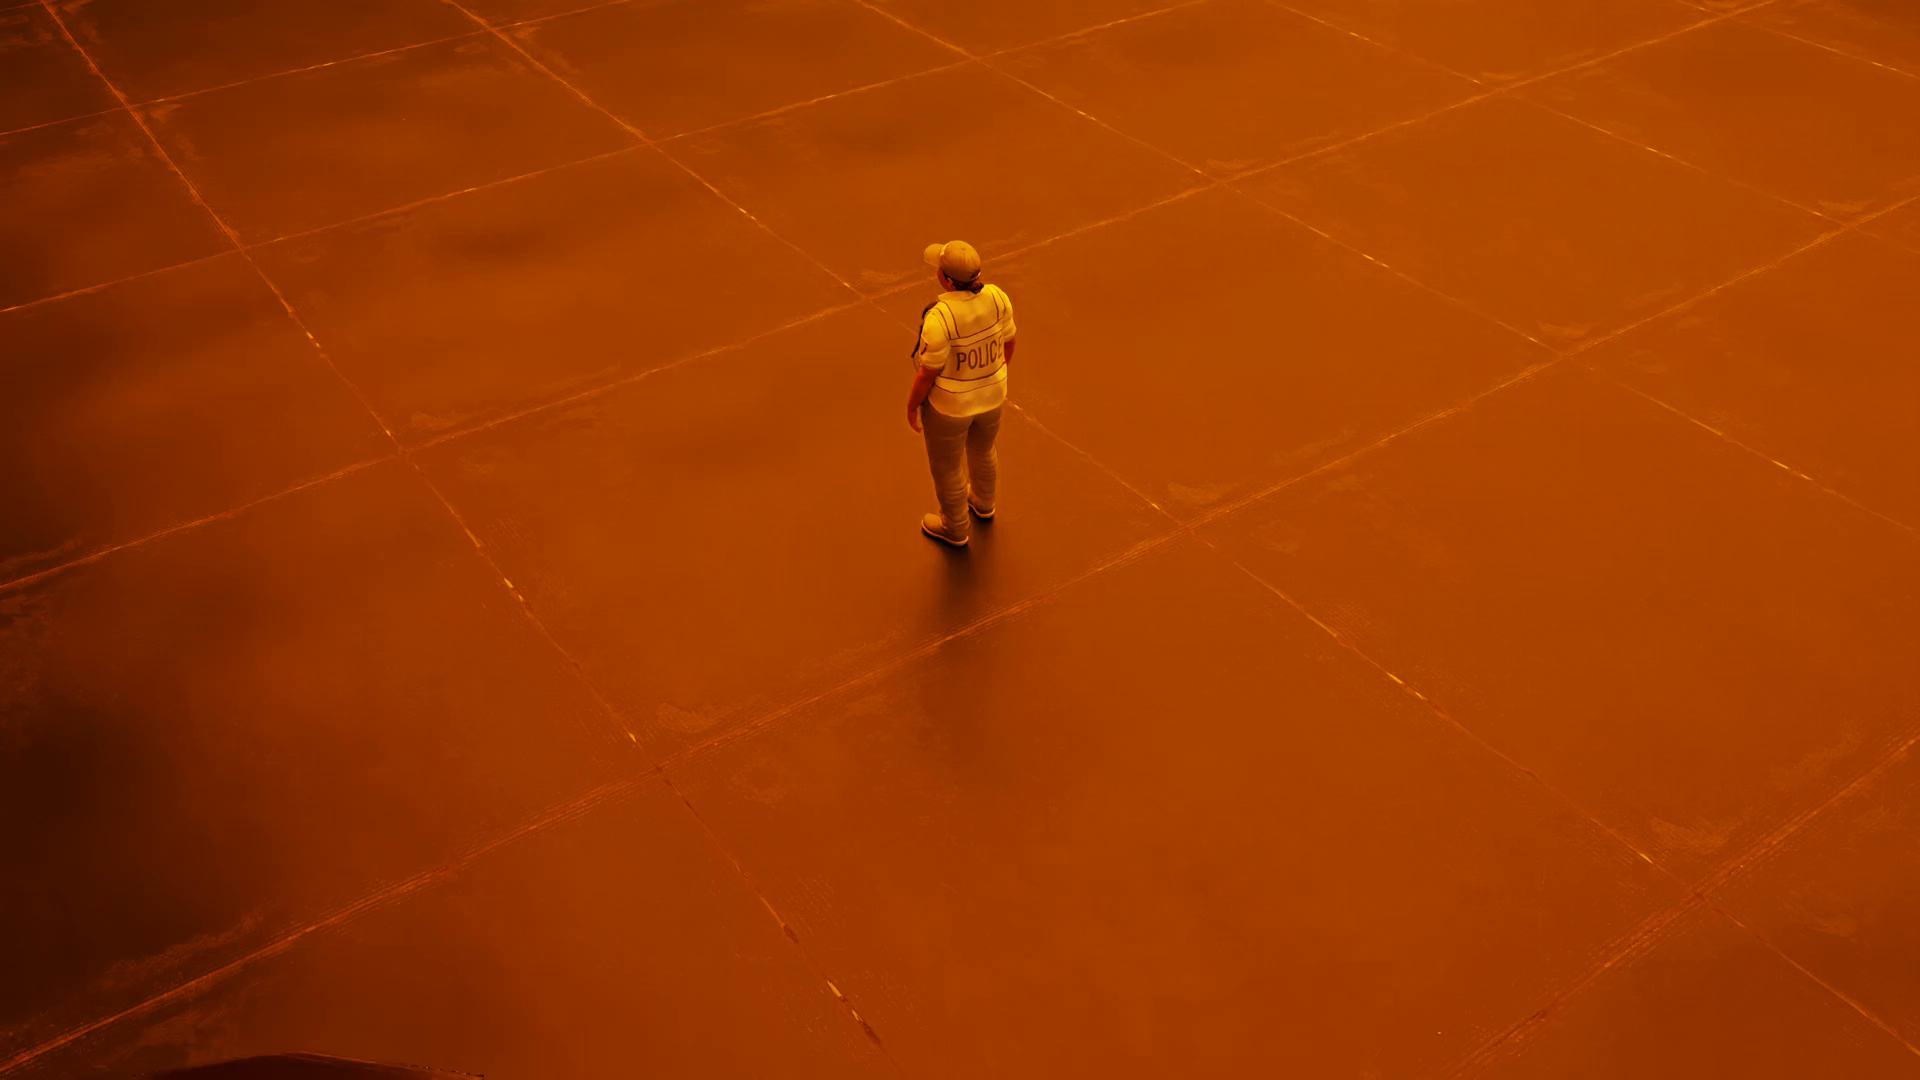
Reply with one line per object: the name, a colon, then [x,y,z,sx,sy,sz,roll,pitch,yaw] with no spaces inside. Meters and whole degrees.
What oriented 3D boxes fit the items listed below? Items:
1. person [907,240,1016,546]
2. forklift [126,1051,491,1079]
person: [-0.026,-0.722,7.970,0.598,1.670,0.529,-23,42,-28]
forklift: [-0.958,2.376,2.731,1.130,2.935,3.031,6,37,8]
